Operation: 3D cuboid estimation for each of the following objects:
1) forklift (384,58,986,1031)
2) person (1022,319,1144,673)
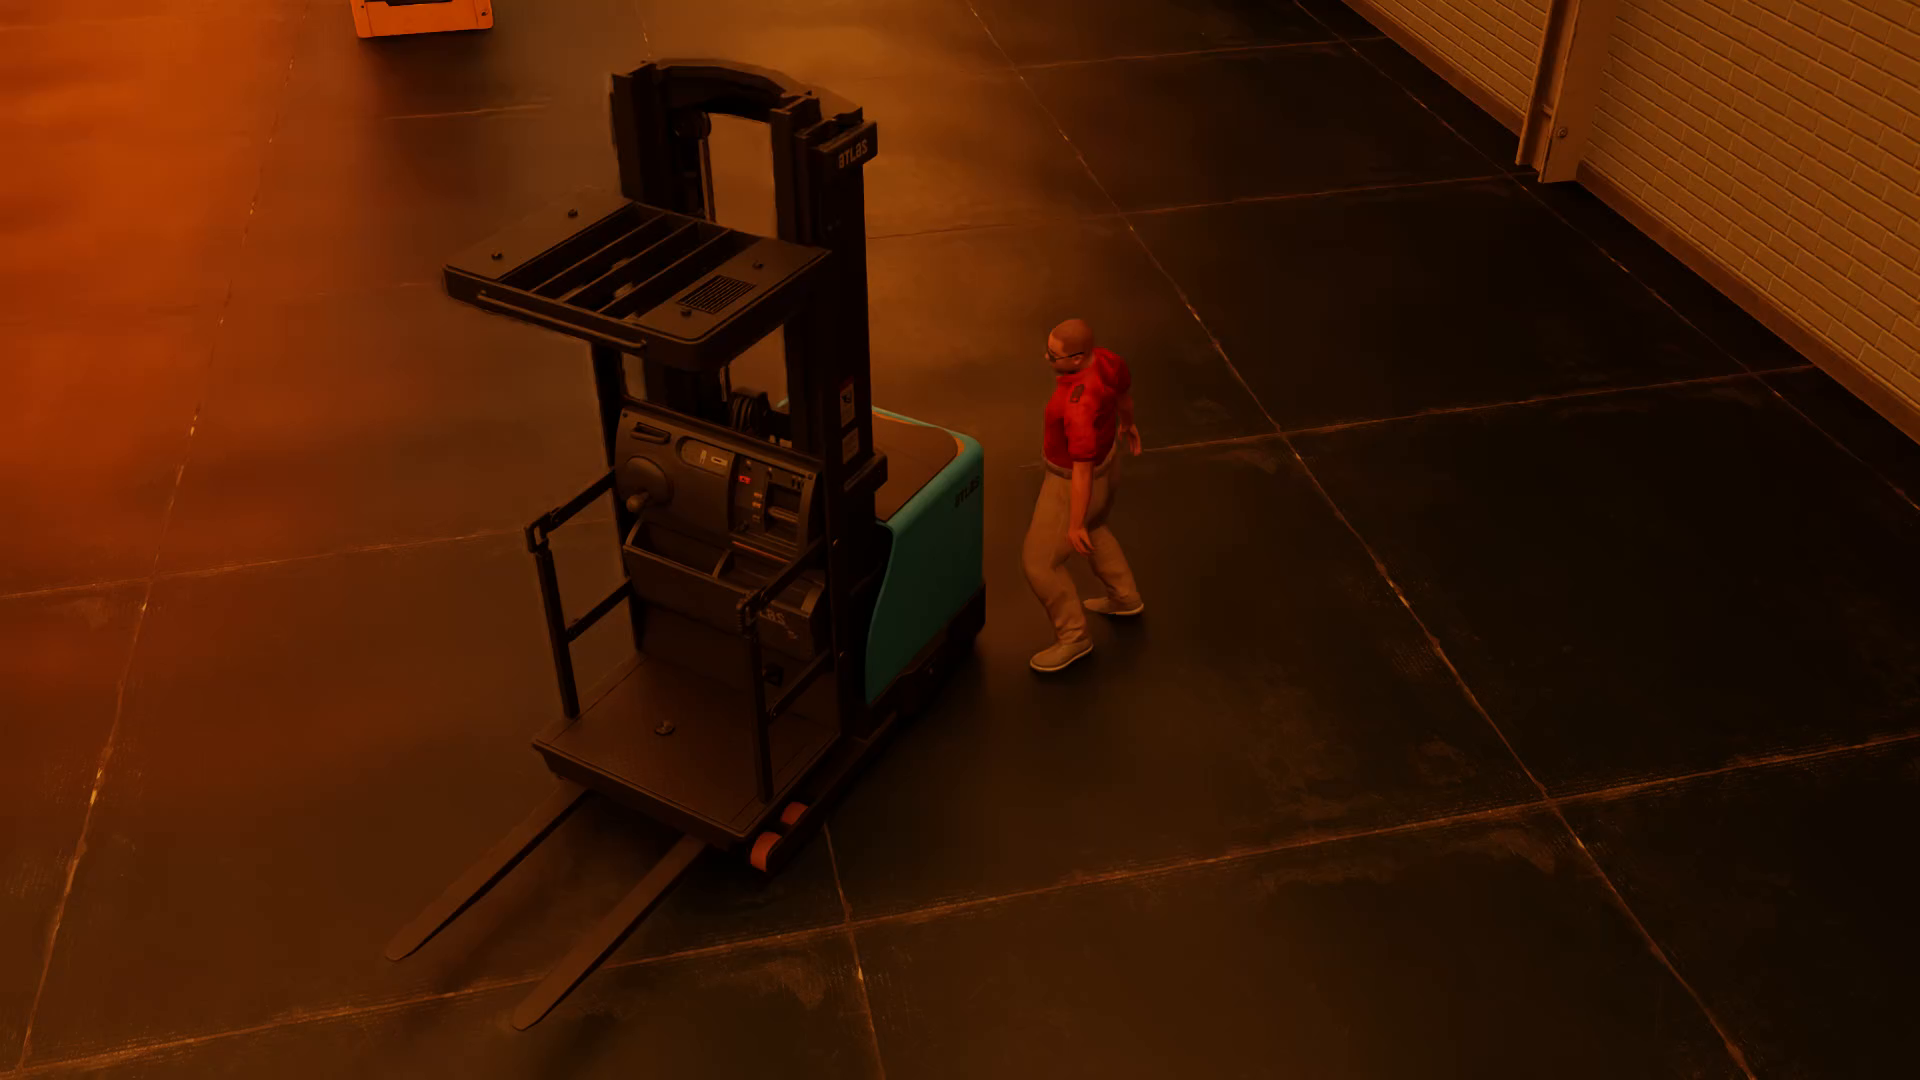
[{"bbox_3d":[-1.056,-0.159,6.271,1.130,2.935,3.031,19,40,24],"label":"forklift"},{"bbox_3d":[0.604,-0.261,7.546,0.478,1.716,0.898,15,38,19],"label":"person"}]
